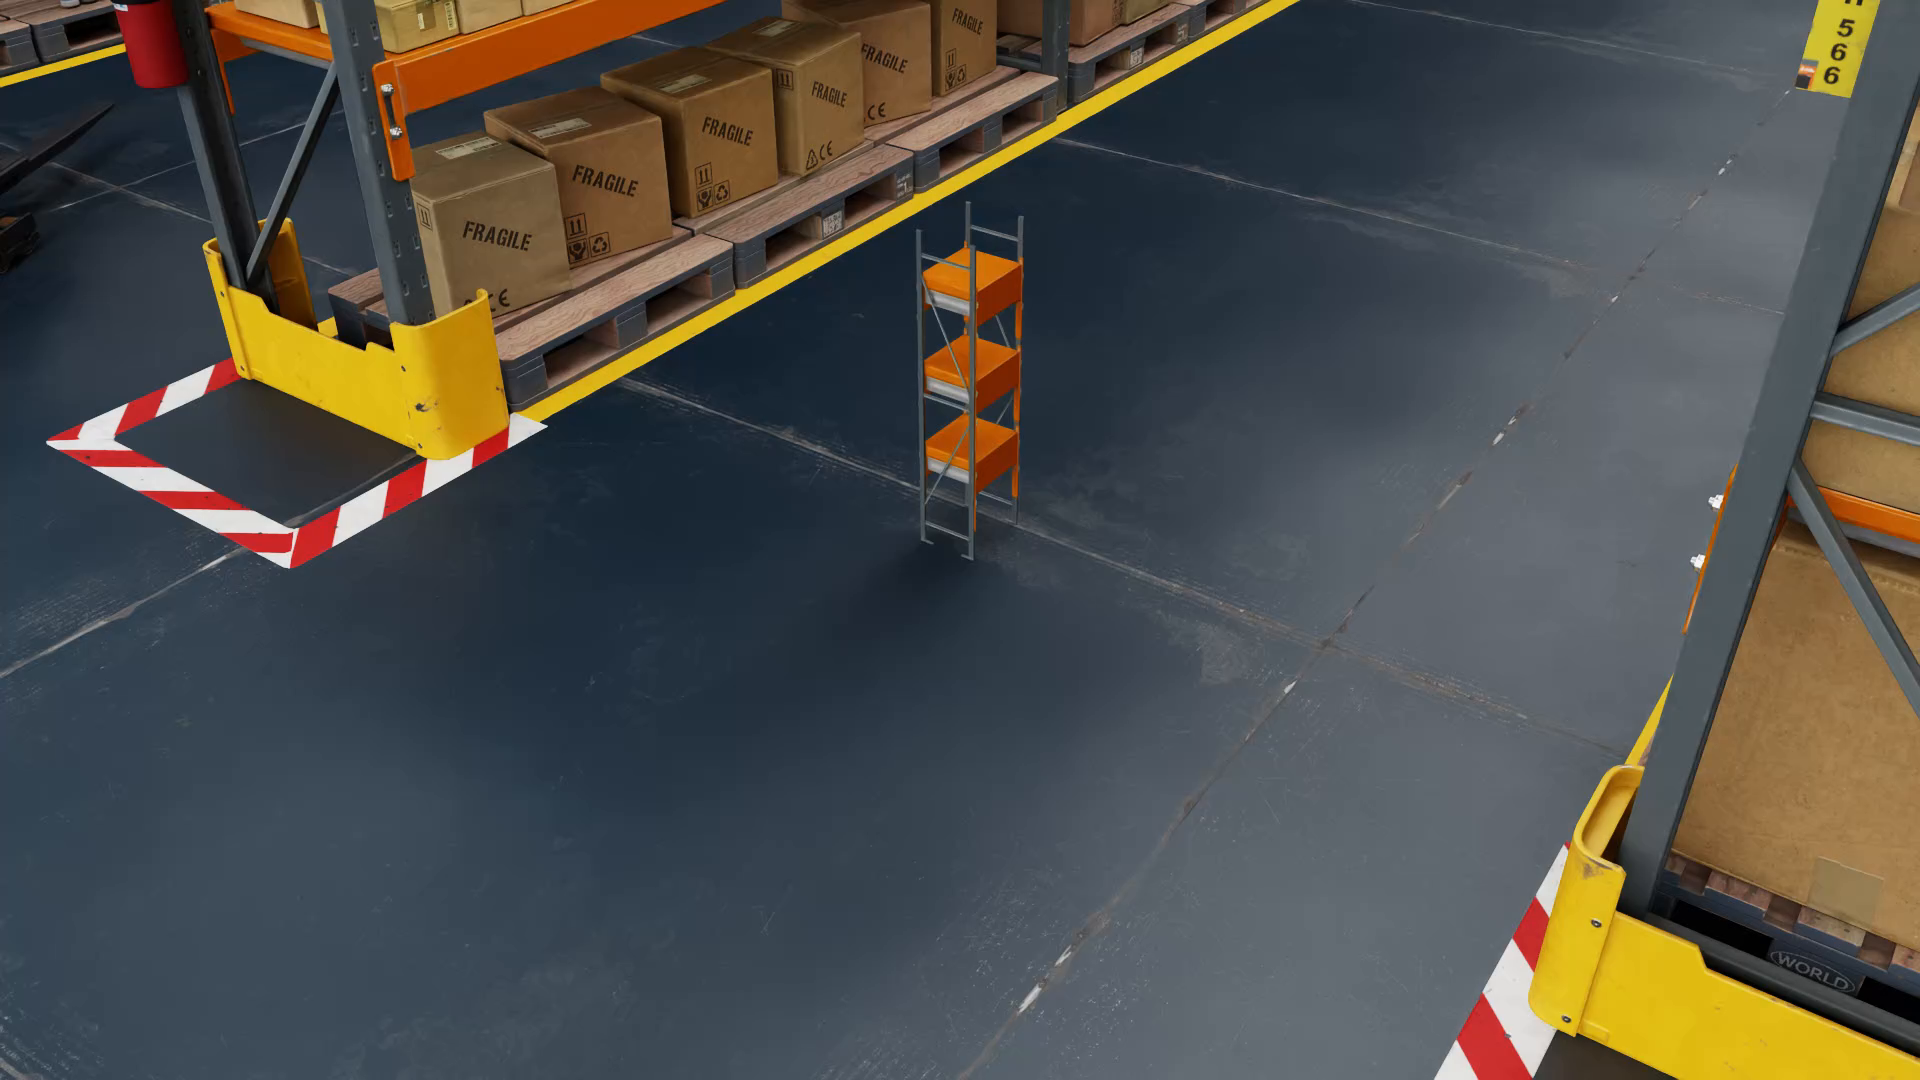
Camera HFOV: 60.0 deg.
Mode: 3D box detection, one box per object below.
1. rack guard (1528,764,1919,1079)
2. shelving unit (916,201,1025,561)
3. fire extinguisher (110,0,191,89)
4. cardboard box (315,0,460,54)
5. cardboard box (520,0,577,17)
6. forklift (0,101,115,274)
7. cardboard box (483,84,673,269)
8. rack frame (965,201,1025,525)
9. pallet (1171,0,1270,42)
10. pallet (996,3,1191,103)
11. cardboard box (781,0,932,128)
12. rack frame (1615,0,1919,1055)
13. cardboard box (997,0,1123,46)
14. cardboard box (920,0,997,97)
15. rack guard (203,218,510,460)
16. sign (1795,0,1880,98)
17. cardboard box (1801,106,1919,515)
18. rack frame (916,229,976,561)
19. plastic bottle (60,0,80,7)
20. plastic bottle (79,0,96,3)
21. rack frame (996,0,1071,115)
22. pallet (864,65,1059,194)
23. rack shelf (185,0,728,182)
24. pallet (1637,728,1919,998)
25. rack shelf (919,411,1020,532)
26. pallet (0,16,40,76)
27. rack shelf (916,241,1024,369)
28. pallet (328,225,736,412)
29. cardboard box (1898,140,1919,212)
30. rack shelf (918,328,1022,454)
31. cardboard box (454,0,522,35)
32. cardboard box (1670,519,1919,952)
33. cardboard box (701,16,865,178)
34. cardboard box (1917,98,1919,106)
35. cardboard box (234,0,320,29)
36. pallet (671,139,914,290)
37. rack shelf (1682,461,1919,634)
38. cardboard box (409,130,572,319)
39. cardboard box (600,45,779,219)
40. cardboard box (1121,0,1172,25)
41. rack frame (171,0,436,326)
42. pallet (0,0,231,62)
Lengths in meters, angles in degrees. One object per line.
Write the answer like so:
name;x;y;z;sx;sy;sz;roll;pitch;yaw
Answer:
rack guard;1.824;0.948;3.401;1.175;0.500;0.348;21;39;28
shelving unit;0.031;-0.460;4.992;0.215;1.050;0.252;21;39;28
fire extinguisher;-2.624;-1.791;5.290;0.296;0.674;0.183;21;39;28
cardboard box;-1.821;-1.680;5.281;0.380;0.149;0.250;21;39;28
cardboard box;-1.508;-1.899;5.605;0.380;0.149;0.250;21;39;28
forklift;-4.500;-2.298;6.031;1.130;2.935;3.031;3;34;4
cardboard box;-1.497;-1.436;6.552;0.500;0.500;0.500;-25;41;-32
rack frame;0.100;-0.516;5.075;0.200;1.050;0.008;21;39;28
pallet;1.239;-3.337;9.996;1.003;0.211;1.213;21;39;28
pallet;0.544;-2.773;9.163;1.003;0.211;1.213;21;39;28
cardboard box;-0.480;-2.271;7.787;0.500;0.500;0.500;-23;40;-30
rack frame;1.837;-0.098;2.718;1.000;3.000;0.127;21;39;28
cardboard box;0.469;-2.992;8.836;0.700;0.500;0.500;18;38;25
cardboard box;-0.160;-2.537;8.180;0.500;0.500;0.500;20;39;27
rack guard;-2.137;-0.729;5.881;1.175;0.500;0.348;21;39;28
sign;1.399;-0.856;2.593;0.100;0.325;0.005;21;39;28
cardboard box;2.012;-0.346;2.949;0.875;0.550;0.550;21;39;28
rack frame;-0.039;-0.403;4.909;0.200;1.050;0.008;21;39;28
plastic bottle;-4.959;-3.098;9.196;0.097;0.271;0.097;0;34;0
plastic bottle;-4.900;-3.117;9.286;0.097;0.201;0.097;0;34;0
rack frame;0.101;-3.570;7.851;1.000;3.000;0.127;21;39;28
pallet;-0.253;-2.094;8.159;1.003;0.211;1.213;21;39;28
rack shelf;-1.039;-2.351;6.692;1.077;0.370;4.000;21;39;28
pallet;2.229;0.664;4.080;1.003;0.211;1.213;21;39;28
rack shelf;0.031;-0.221;5.154;0.215;0.259;0.240;21;39;28
pallet;-5.776;-2.578;8.874;1.003;0.211;1.213;21;39;28
rack shelf;0.031;-0.686;4.839;0.215;0.259;0.240;21;39;28
pallet;-1.644;-0.971;6.498;1.003;0.211;1.213;21;39;28
cardboard box;2.081;-0.766;2.607;0.875;0.550;0.550;21;39;28
rack shelf;0.031;-0.451;4.998;0.215;0.259;0.240;21;39;28
cardboard box;-1.663;-1.789;5.442;0.380;0.149;0.250;21;39;28
cardboard box;2.170;0.275;3.688;0.875;0.875;0.875;21;40;28
cardboard box;-0.770;-1.960;7.327;0.500;0.500;0.500;18;38;24
cardboard box;2.318;-1.049;3.025;0.875;0.550;0.550;21;39;28
cardboard box;-2.187;-1.822;5.491;0.380;0.149;0.250;21;39;28
pallet;-0.948;-1.531;7.325;1.003;0.211;1.213;21;39;28
rack shelf;2.978;-0.721;4.280;1.077;0.370;4.000;21;39;28
cardboard box;-1.810;-1.150;6.129;0.500;0.500;0.500;-29;43;-35
cardboard box;-1.125;-1.718;6.969;0.500;0.500;0.500;25;42;32
cardboard box;0.756;-3.206;9.151;0.700;0.500;0.500;21;39;28
rack frame;-2.180;-1.729;5.129;1.000;3.000;0.127;21;39;28
pallet;-5.080;-3.137;9.701;1.003;0.211;1.213;21;39;28
